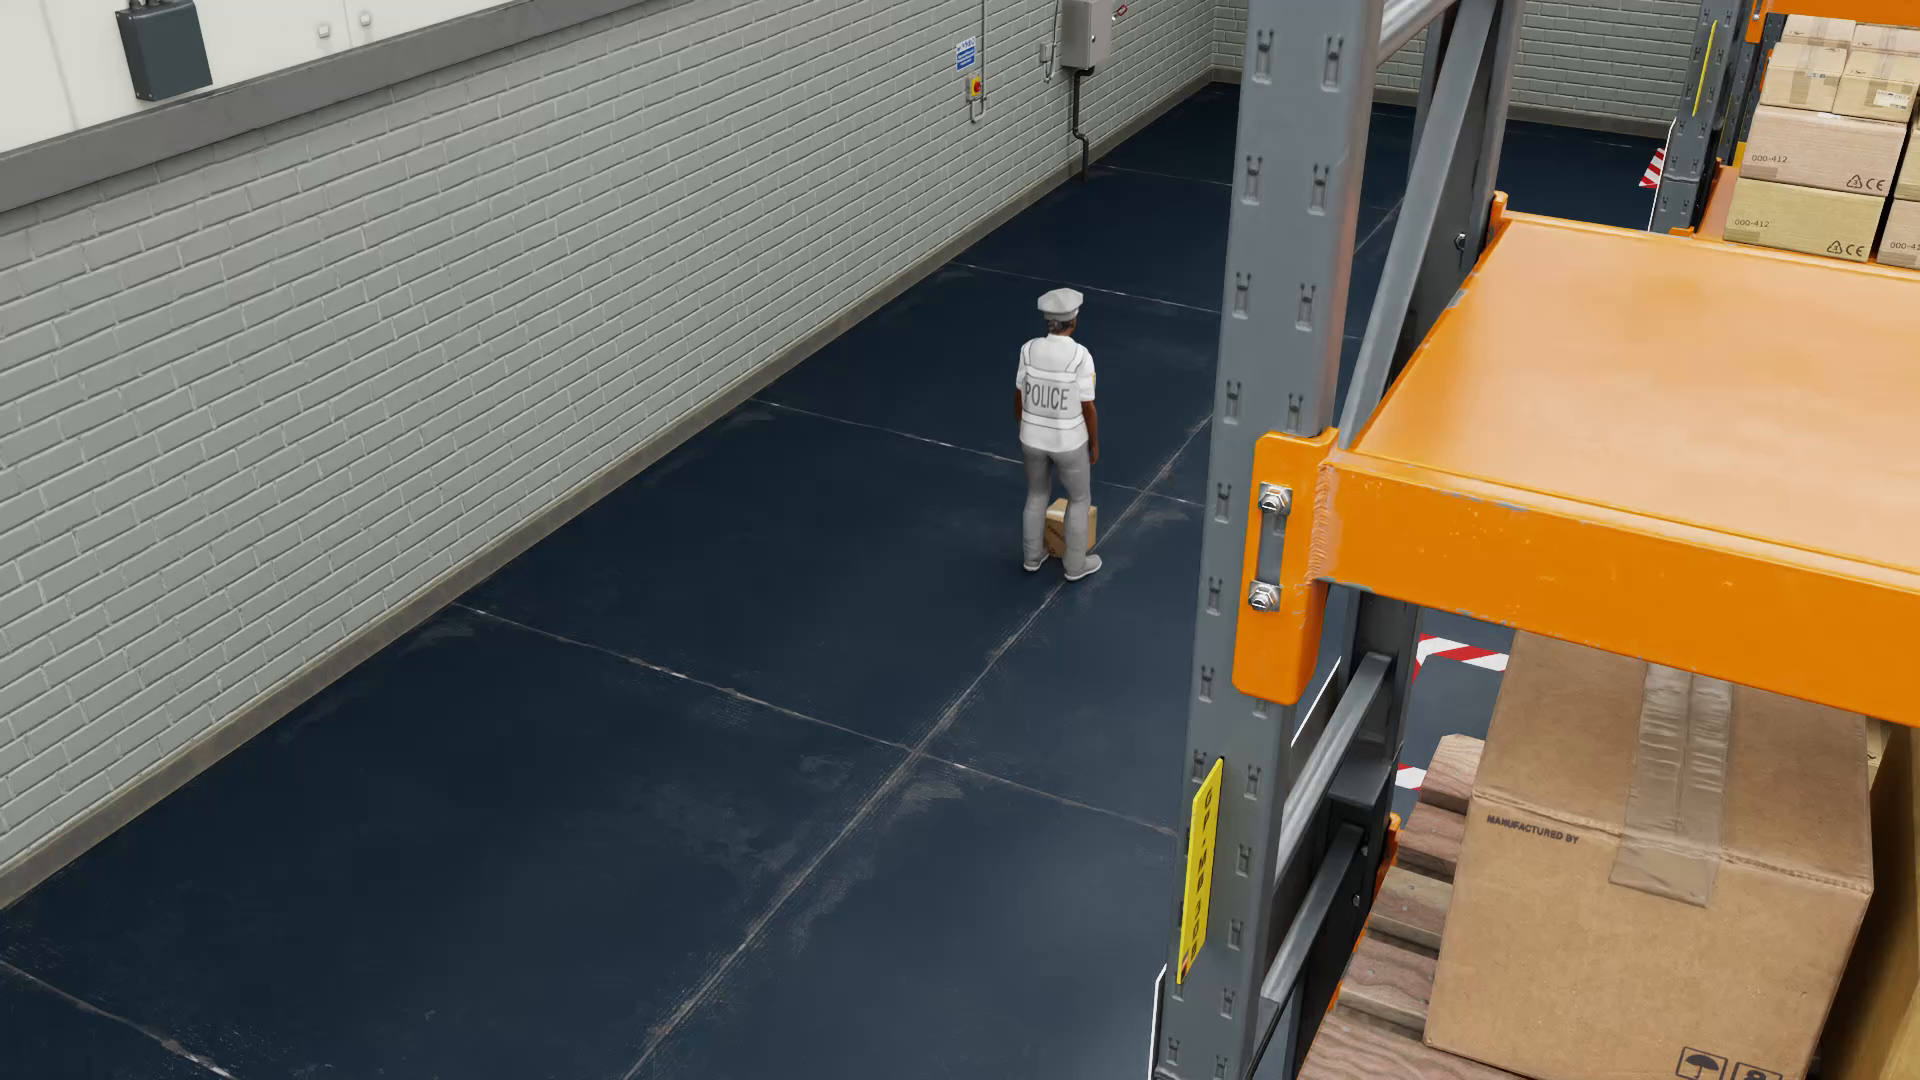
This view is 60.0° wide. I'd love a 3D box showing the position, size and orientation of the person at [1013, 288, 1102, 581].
[{"bbox_3d":[0.543,-0.557,9.242,0.509,1.658,0.391,13,33,21],"label":"person"}]
